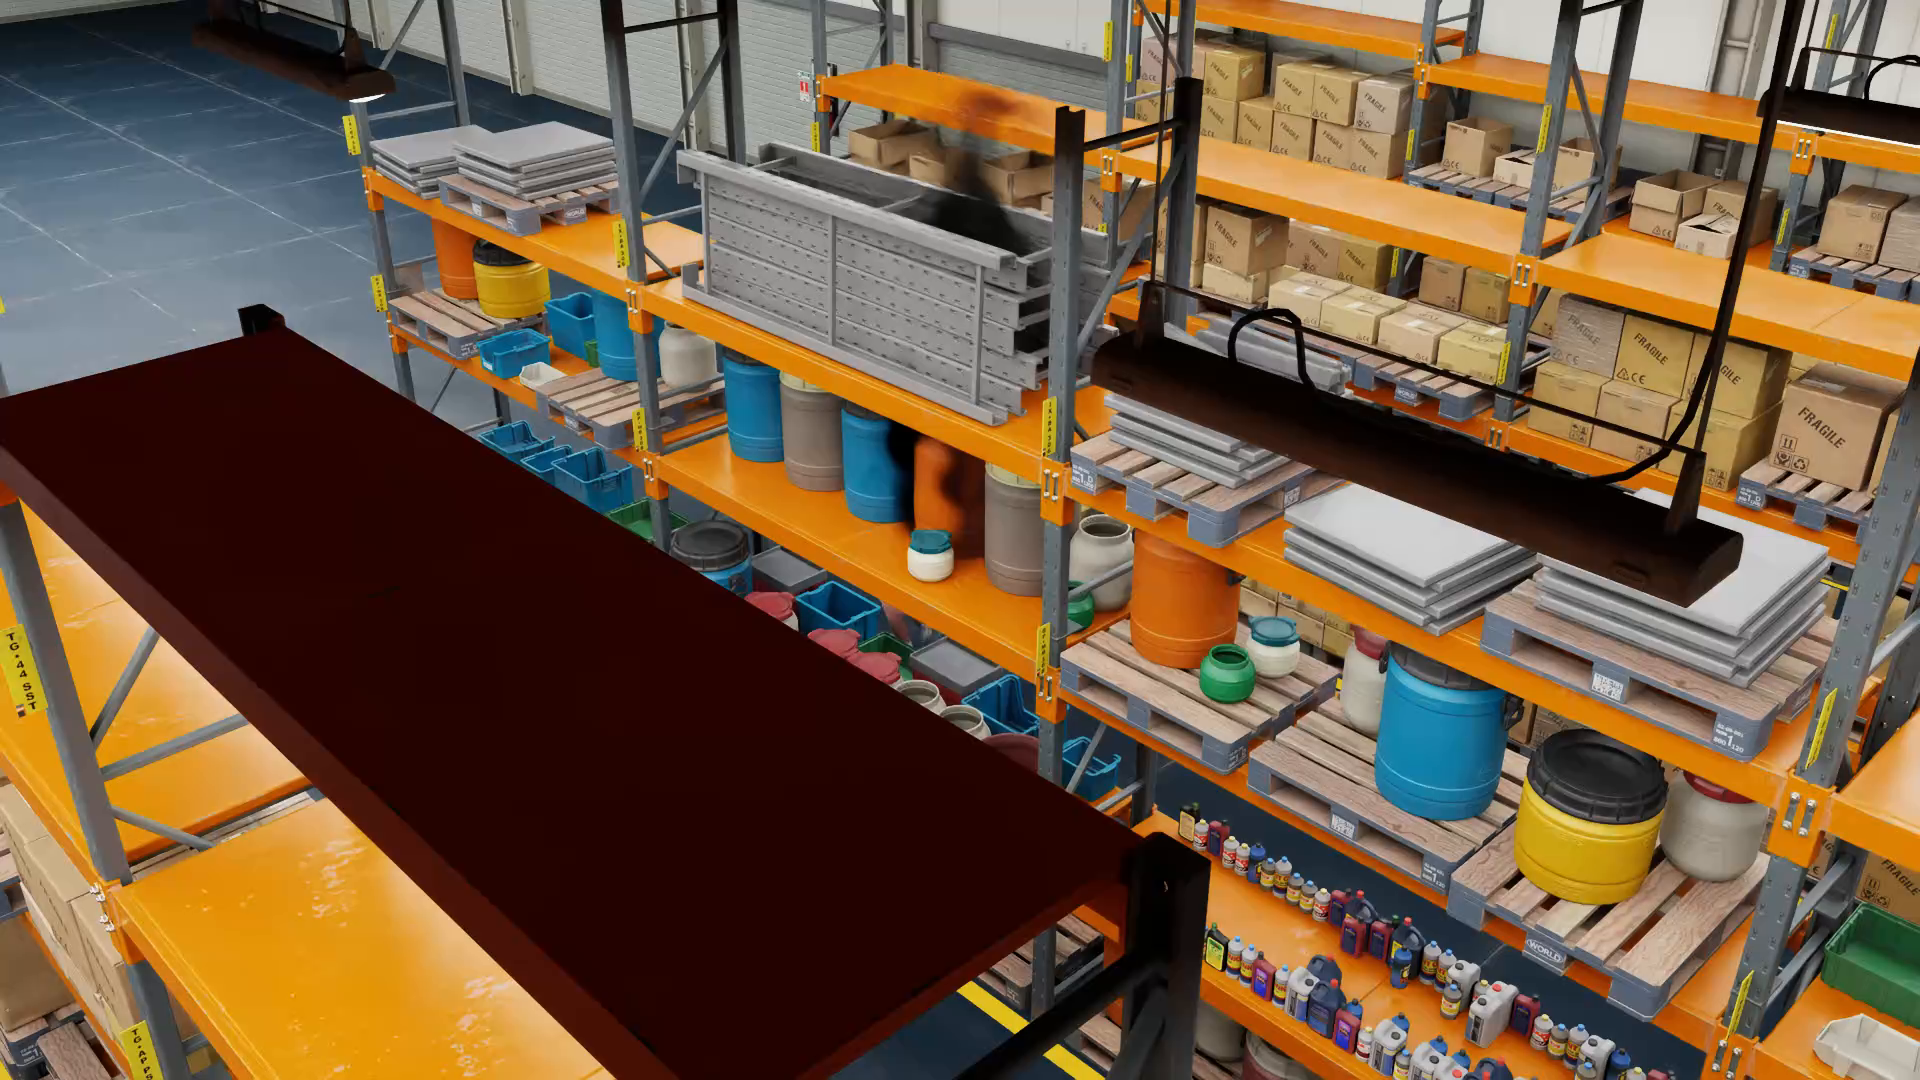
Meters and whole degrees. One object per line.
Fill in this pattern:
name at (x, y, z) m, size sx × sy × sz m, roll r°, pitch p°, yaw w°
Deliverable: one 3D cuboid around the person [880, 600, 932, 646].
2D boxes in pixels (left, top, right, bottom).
person at (-0.543, 0.260, 14.666) m, size 0.574 × 1.638 × 0.583 m, roll -22°, pitch 35°, yaw -35°
